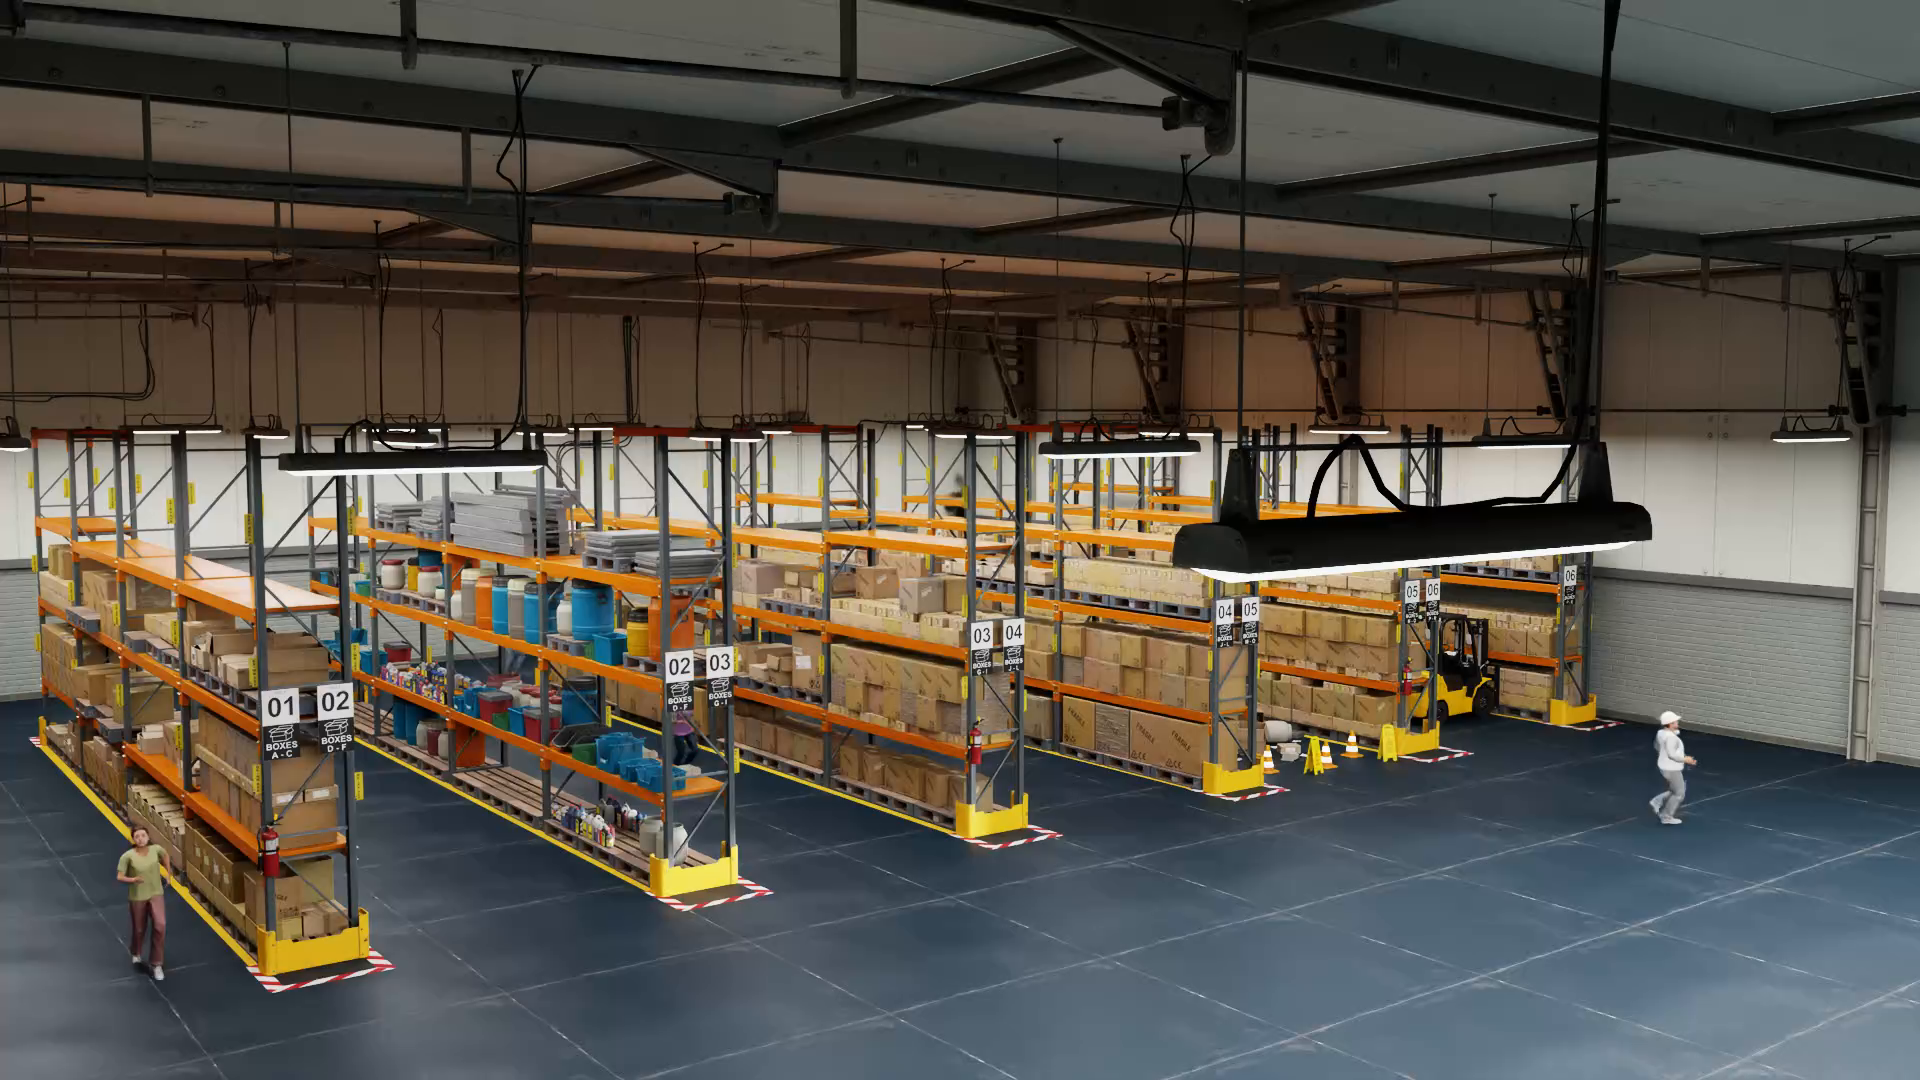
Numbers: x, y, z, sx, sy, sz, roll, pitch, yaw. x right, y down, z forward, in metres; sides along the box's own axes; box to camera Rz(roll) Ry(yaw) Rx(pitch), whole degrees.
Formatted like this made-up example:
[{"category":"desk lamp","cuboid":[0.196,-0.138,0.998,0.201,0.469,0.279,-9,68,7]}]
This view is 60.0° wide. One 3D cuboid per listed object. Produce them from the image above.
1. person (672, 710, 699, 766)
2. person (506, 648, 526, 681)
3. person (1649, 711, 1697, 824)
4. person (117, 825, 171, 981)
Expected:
[{"category":"person","cuboid":[-4.683,3.316,28.294,0.625,1.604,0.515,4,6,44]},{"category":"person","cuboid":[-10.379,2.428,38.673,0.738,1.806,0.671,-2,5,-19]},{"category":"person","cuboid":[10.882,3.474,25.381,0.598,1.723,0.654,1,5,10]},{"category":"person","cuboid":[-9.154,4.054,18.694,0.578,1.678,0.825,-3,5,-34]}]
